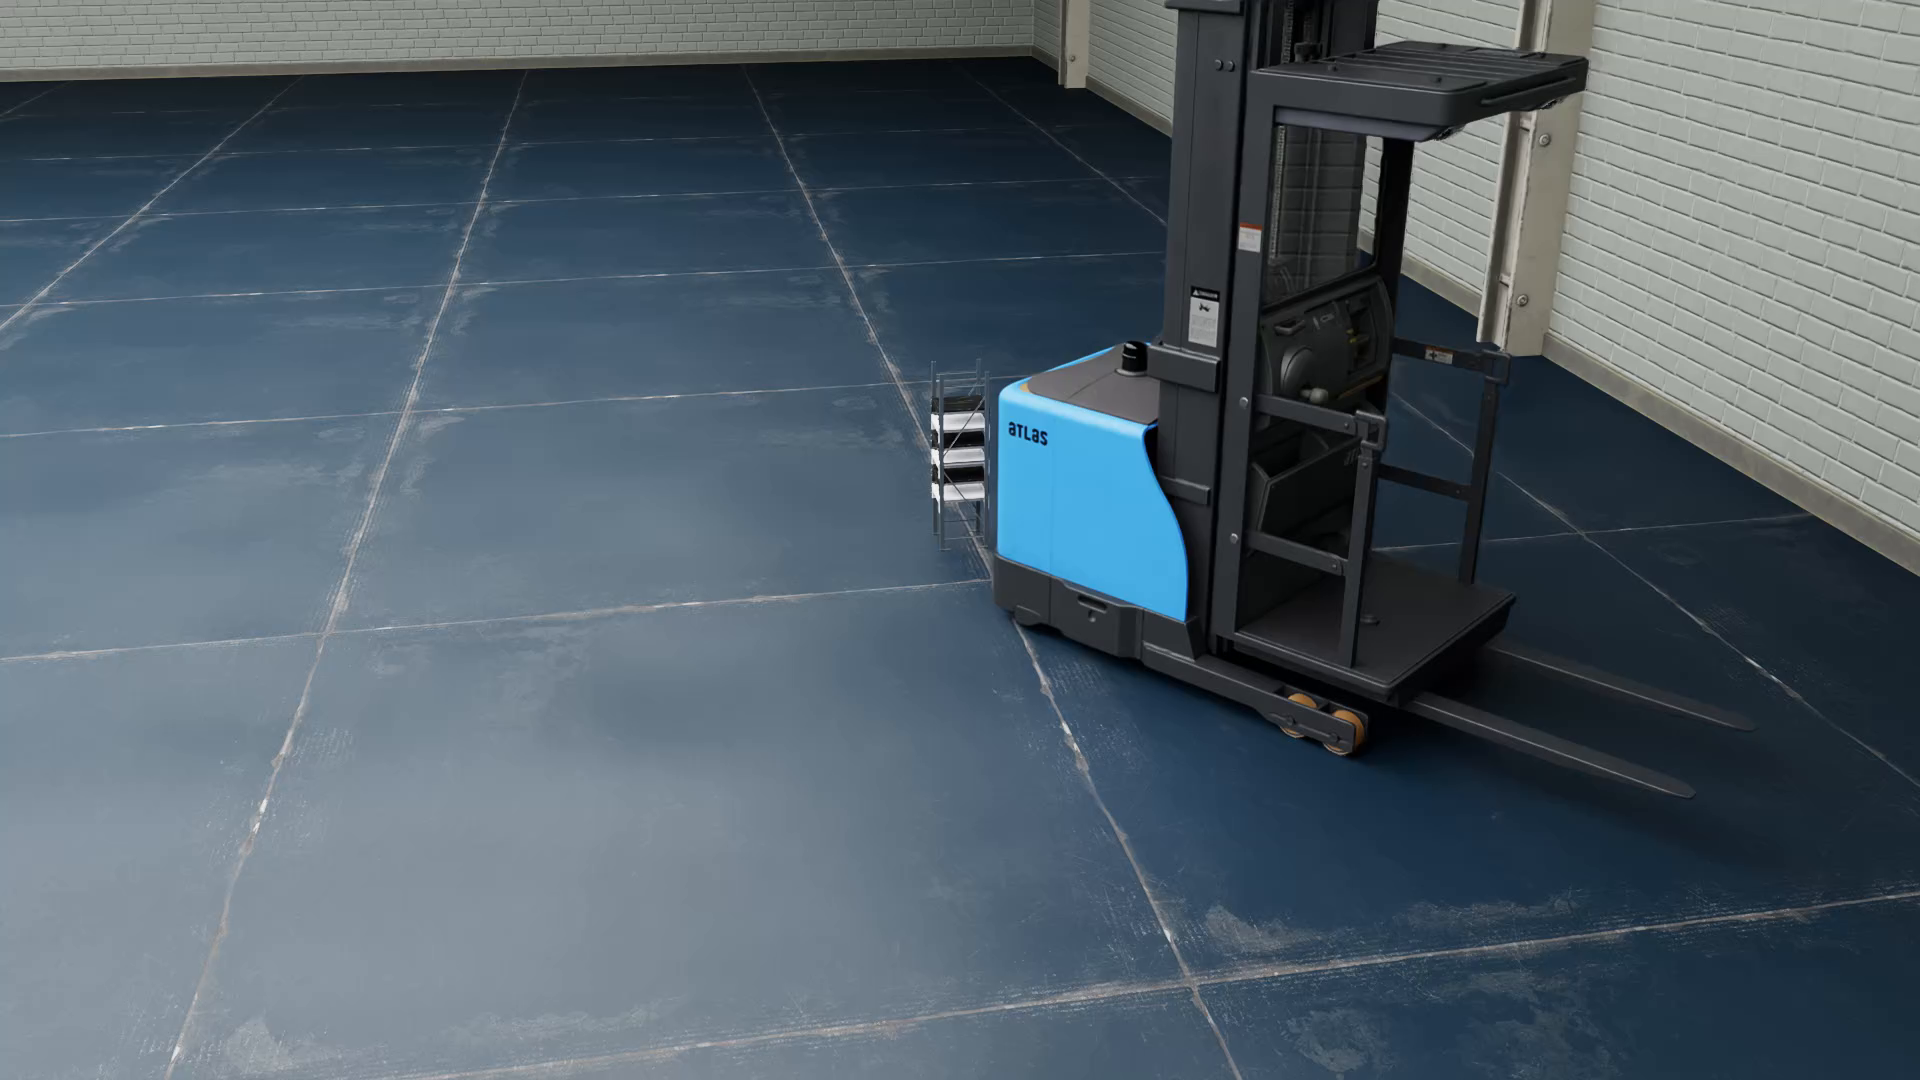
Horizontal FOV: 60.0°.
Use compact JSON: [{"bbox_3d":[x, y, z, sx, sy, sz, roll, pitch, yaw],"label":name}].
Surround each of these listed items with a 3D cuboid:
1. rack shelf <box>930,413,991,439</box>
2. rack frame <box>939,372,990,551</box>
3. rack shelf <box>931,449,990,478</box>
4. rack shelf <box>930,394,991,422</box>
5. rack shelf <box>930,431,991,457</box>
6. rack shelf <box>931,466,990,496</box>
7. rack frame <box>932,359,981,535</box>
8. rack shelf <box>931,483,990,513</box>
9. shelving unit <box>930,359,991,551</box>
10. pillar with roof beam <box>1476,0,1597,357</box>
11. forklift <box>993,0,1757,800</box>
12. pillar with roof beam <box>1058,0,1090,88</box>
[{"bbox_3d":[0.001,-0.544,8.004,0.258,0.077,0.200,-4,24,-10],"label":"rack shelf"},{"bbox_3d":[0.020,-0.369,7.971,0.240,0.900,0.006,-4,24,-10],"label":"rack frame"},{"bbox_3d":[0.001,-0.379,8.076,0.258,0.077,0.200,-4,24,-10],"label":"rack shelf"},{"bbox_3d":[0.001,-0.626,7.968,0.258,0.077,0.200,-4,24,-10],"label":"rack shelf"},{"bbox_3d":[0.001,-0.461,8.040,0.258,0.077,0.200,-4,24,-10],"label":"rack shelf"},{"bbox_3d":[0.001,-0.296,8.112,0.258,0.077,0.200,-4,24,-10],"label":"rack shelf"},{"bbox_3d":[-0.017,-0.449,8.154,0.240,0.900,0.006,-4,24,-10],"label":"rack frame"},{"bbox_3d":[0.001,-0.214,8.148,0.258,0.077,0.200,-4,24,-10],"label":"rack shelf"},{"bbox_3d":[0.001,-0.409,8.063,0.258,0.900,0.210,-4,24,-10],"label":"shelving unit"},{"bbox_3d":[-0.513,-5.107,8.701,9.100,9.000,0.400,-4,24,-10],"label":"pillar with roof beam"},{"bbox_3d":[1.585,-0.759,6.325,3.031,2.935,1.130,20,30,38],"label":"forklift"},{"bbox_3d":[-2.732,-9.827,19.508,9.100,9.000,0.400,-4,24,-10],"label":"pillar with roof beam"}]
